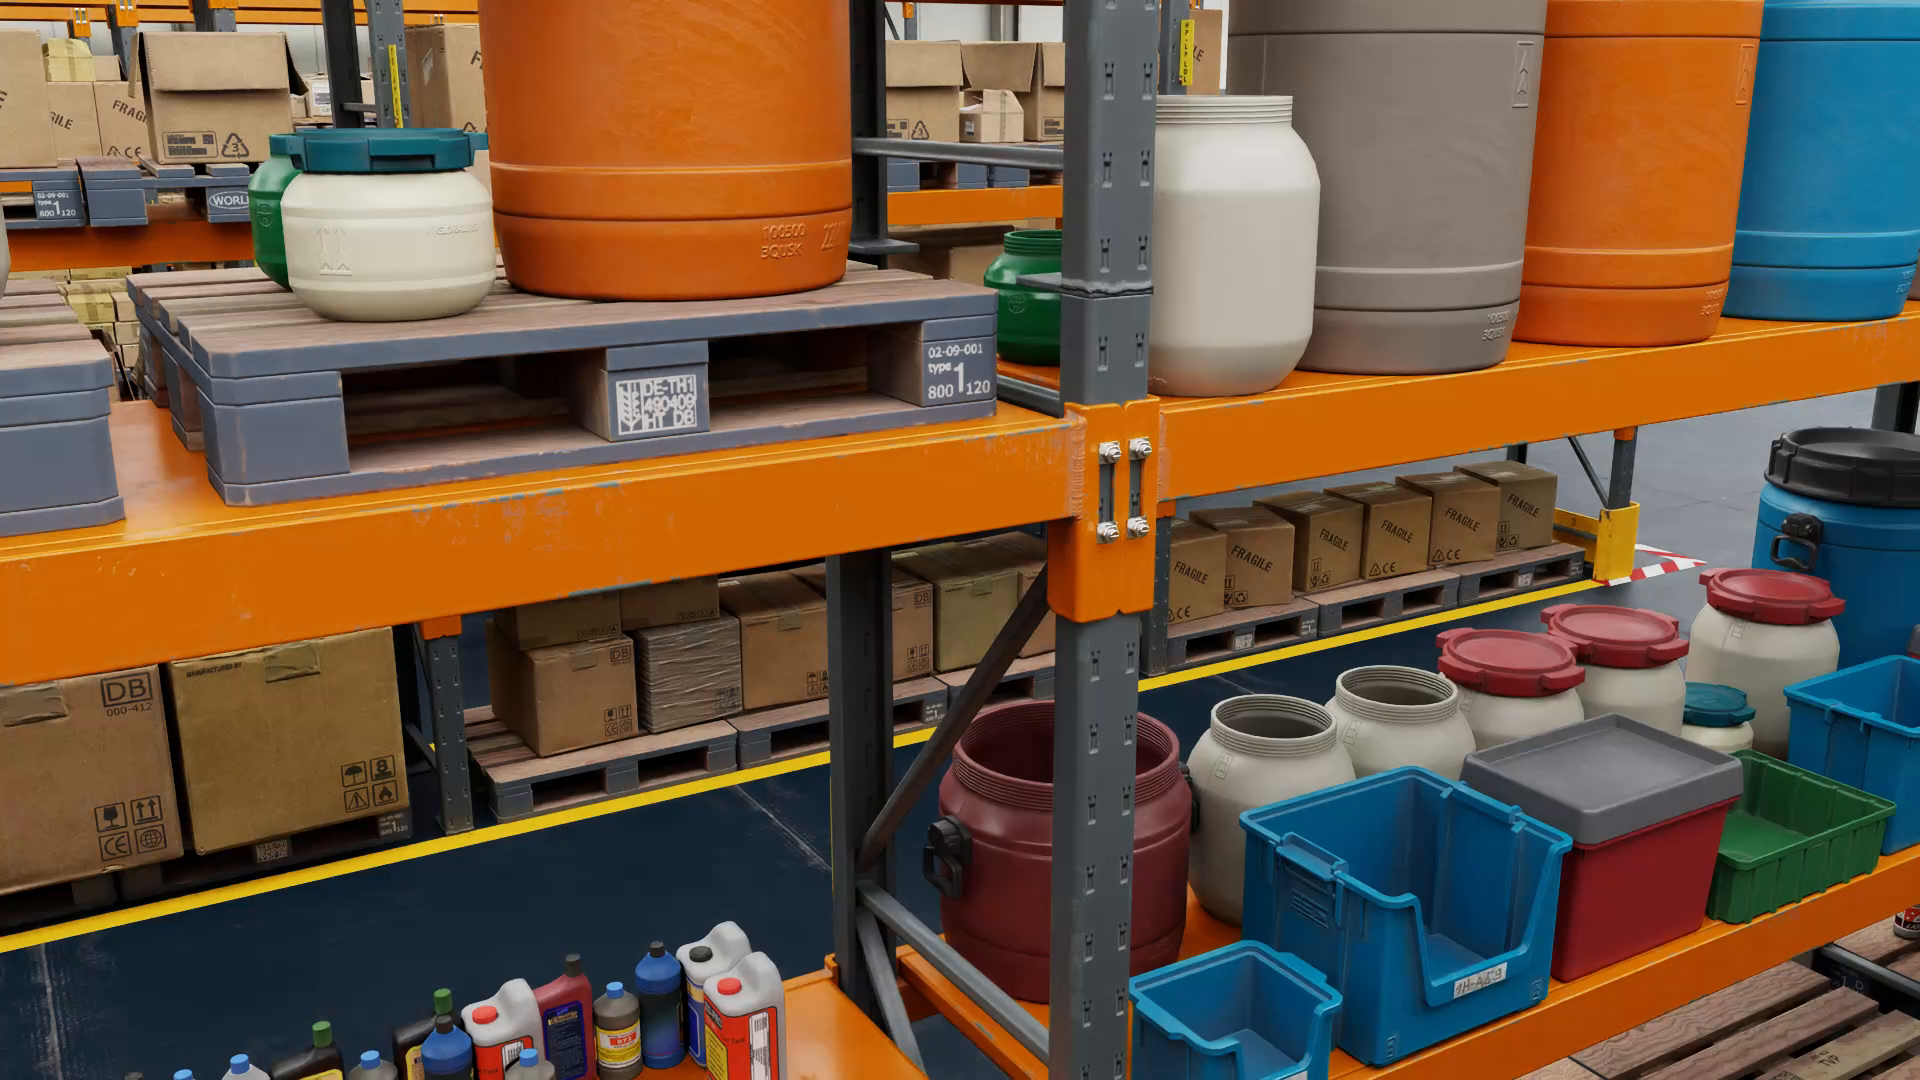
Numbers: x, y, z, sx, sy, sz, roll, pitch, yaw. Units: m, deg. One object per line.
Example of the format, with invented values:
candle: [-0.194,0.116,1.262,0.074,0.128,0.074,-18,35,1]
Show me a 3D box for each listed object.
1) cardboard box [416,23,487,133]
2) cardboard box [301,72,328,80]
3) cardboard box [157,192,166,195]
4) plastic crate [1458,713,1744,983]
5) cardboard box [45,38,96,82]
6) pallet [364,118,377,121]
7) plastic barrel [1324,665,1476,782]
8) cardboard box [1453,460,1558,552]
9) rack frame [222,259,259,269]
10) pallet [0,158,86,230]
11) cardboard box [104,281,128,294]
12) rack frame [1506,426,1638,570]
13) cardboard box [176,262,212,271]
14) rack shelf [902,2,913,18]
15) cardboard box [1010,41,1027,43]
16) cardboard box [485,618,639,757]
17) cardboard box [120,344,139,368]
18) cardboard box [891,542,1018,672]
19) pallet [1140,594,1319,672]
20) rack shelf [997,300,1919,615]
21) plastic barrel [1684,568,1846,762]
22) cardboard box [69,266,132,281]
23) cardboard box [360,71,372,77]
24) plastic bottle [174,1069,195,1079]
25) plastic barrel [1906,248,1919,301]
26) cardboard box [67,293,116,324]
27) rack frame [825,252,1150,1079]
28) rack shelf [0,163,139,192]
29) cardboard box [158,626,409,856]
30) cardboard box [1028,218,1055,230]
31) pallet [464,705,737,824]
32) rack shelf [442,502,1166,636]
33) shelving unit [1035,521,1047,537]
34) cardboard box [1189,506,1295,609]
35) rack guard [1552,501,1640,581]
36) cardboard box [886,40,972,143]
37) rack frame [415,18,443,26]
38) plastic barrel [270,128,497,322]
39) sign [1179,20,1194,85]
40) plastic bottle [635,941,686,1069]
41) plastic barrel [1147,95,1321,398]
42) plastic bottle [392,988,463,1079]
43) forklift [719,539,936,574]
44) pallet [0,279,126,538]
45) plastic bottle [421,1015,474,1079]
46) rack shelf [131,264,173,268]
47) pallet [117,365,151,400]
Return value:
cardboard box: [-2.008,-1.954,7.153,0.500,0.500,0.500,-9,18,-29]
cardboard box: [-7.930,-5.600,20.473,0.500,0.311,0.500,-10,18,-32]
cardboard box: [-9.865,-4.170,20.342,0.250,0.149,0.380,-9,18,-28]
plastic crate: [1.551,0.747,4.070,0.583,0.464,0.402,-9,18,-30]
cardboard box: [-5.656,-3.046,10.559,0.258,0.266,0.396,-9,18,-30]
pallet: [-5.689,-4.211,16.667,1.003,0.211,1.213,-9,18,-30]
plastic barrel: [1.141,0.626,4.410,0.421,0.512,0.421,0,16,0]
cardboard box: [3.771,-0.242,11.570,0.500,0.500,0.500,-6,17,-19]
rack frame: [-5.011,-1.376,11.762,0.127,3.000,1.000,-9,18,-30]
pallet: [-4.025,-1.310,6.319,1.213,0.211,1.003,-8,18,-27]
cardboard box: [-5.736,-1.687,11.454,0.250,0.149,0.380,-10,18,-31]
rack frame: [4.314,-1.327,11.585,0.127,3.000,1.000,-9,18,-30]
cardboard box: [-7.272,-2.591,15.783,0.250,0.149,0.380,-10,19,-33]
rack shelf: [-2.504,-5.882,18.061,4.000,0.370,1.077,-9,18,-30]
cardboard box: [0.425,-4.109,13.977,0.250,0.149,0.380,-9,18,-29]
cardboard box: [-1.979,0.679,8.245,0.500,0.500,0.700,-10,19,-33]
cardboard box: [-5.411,-1.249,10.994,0.250,0.149,0.380,-9,18,-30]
cardboard box: [-0.070,0.363,9.372,0.500,0.500,0.700,-9,18,-30]
pallet: [1.443,0.470,10.340,1.213,0.211,1.003,-9,18,-30]
rack shelf: [1.722,-0.445,4.214,4.000,0.370,1.077,-9,18,-30]
plastic barrel: [2.503,0.392,5.202,0.433,0.535,0.433,0,16,0]
cardboard box: [-7.931,-2.550,15.301,0.500,0.250,0.500,-9,18,-30]
cardboard box: [-4.269,-3.243,12.065,0.500,0.311,0.500,-9,18,-30]
plastic bottle: [-1.435,1.117,3.107,0.097,0.271,0.097,0,16,0]
plastic barrel: [2.552,-1.099,4.286,0.600,0.901,0.600,0,16,0]
cardboard box: [-5.636,-1.499,10.785,0.250,0.149,0.380,-9,18,-28]
rack frame: [0.008,0.931,3.530,0.127,3.000,1.000,-9,18,-30]
rack shelf: [-6.725,-2.196,10.463,4.000,0.370,1.077,-9,18,-30]
cardboard box: [-3.145,0.697,7.523,0.875,0.875,1.225,-10,19,-32]
cardboard box: [0.535,-2.894,14.897,0.550,0.550,0.875,-9,18,-30]
pallet: [-1.872,1.020,8.381,1.213,0.211,1.003,-9,18,-30]
rack shelf: [-0.829,-0.146,8.707,4.000,0.370,1.077,-9,18,-30]
shelving unit: [0.073,-0.734,12.250,1.048,1.500,0.538,-9,18,-30]
cardboard box: [1.736,0.103,10.338,0.500,0.500,0.500,-3,16,-12]
rack guard: [4.249,-0.113,11.885,0.348,0.500,1.175,-9,18,-30]
cardboard box: [-0.375,-2.293,8.507,0.637,0.503,0.797,-8,18,-27]
rack frame: [-6.777,-7.100,21.067,0.127,3.000,1.000,-9,18,-30]
plastic barrel: [-0.836,-0.466,2.435,0.301,0.262,0.301,0,16,0]
sign: [1.175,-2.526,8.618,0.005,0.325,0.100,-9,18,-30]
plastic bottle: [-0.643,0.988,3.565,0.097,0.271,0.097,0,16,0]
plastic barrel: [0.432,-0.539,3.011,0.421,0.512,0.421,0,16,0]
plastic bottle: [-1.065,1.045,3.340,0.133,0.283,0.061,-9,18,-30]
forklift: [-1.682,-1.111,10.942,3.031,2.935,1.130,-10,19,-32]
pallet: [-1.829,-0.156,2.202,1.213,0.211,1.003,-9,18,-30]
plastic bottle: [-1.008,1.067,3.285,0.097,0.271,0.097,0,16,0]
rack shelf: [-8.492,-3.587,20.982,4.000,0.370,1.077,-9,18,-30]
pallet: [-5.567,-1.160,11.347,1.003,0.211,1.213,-9,18,-30]
